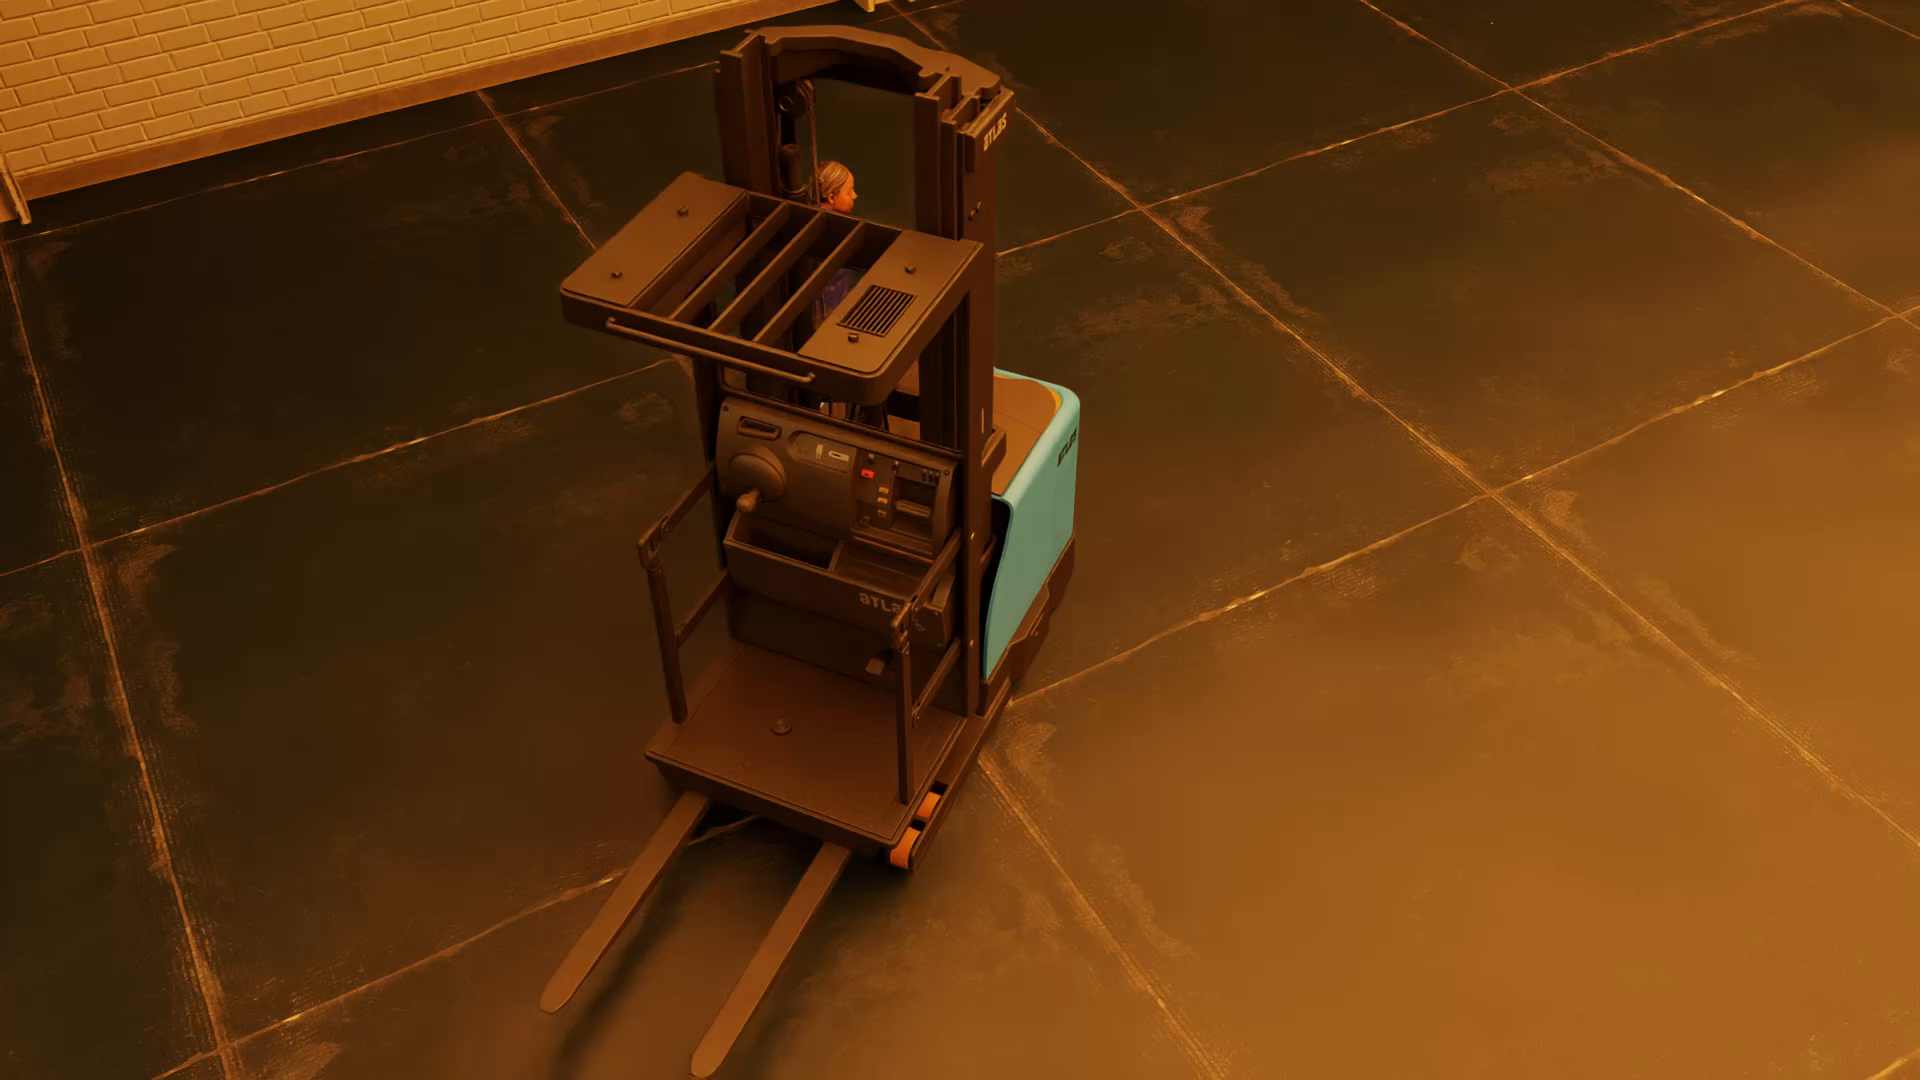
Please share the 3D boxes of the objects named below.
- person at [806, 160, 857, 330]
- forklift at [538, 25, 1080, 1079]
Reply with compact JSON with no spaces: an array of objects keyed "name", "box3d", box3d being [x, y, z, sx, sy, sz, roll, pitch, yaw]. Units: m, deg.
[{"name":"person","box3d":[-0.661,-1.011,7.748,0.414,1.615,0.811,14,45,14]},{"name":"forklift","box3d":[-0.544,-0.133,5.842,1.130,2.935,3.031,17,45,17]}]
